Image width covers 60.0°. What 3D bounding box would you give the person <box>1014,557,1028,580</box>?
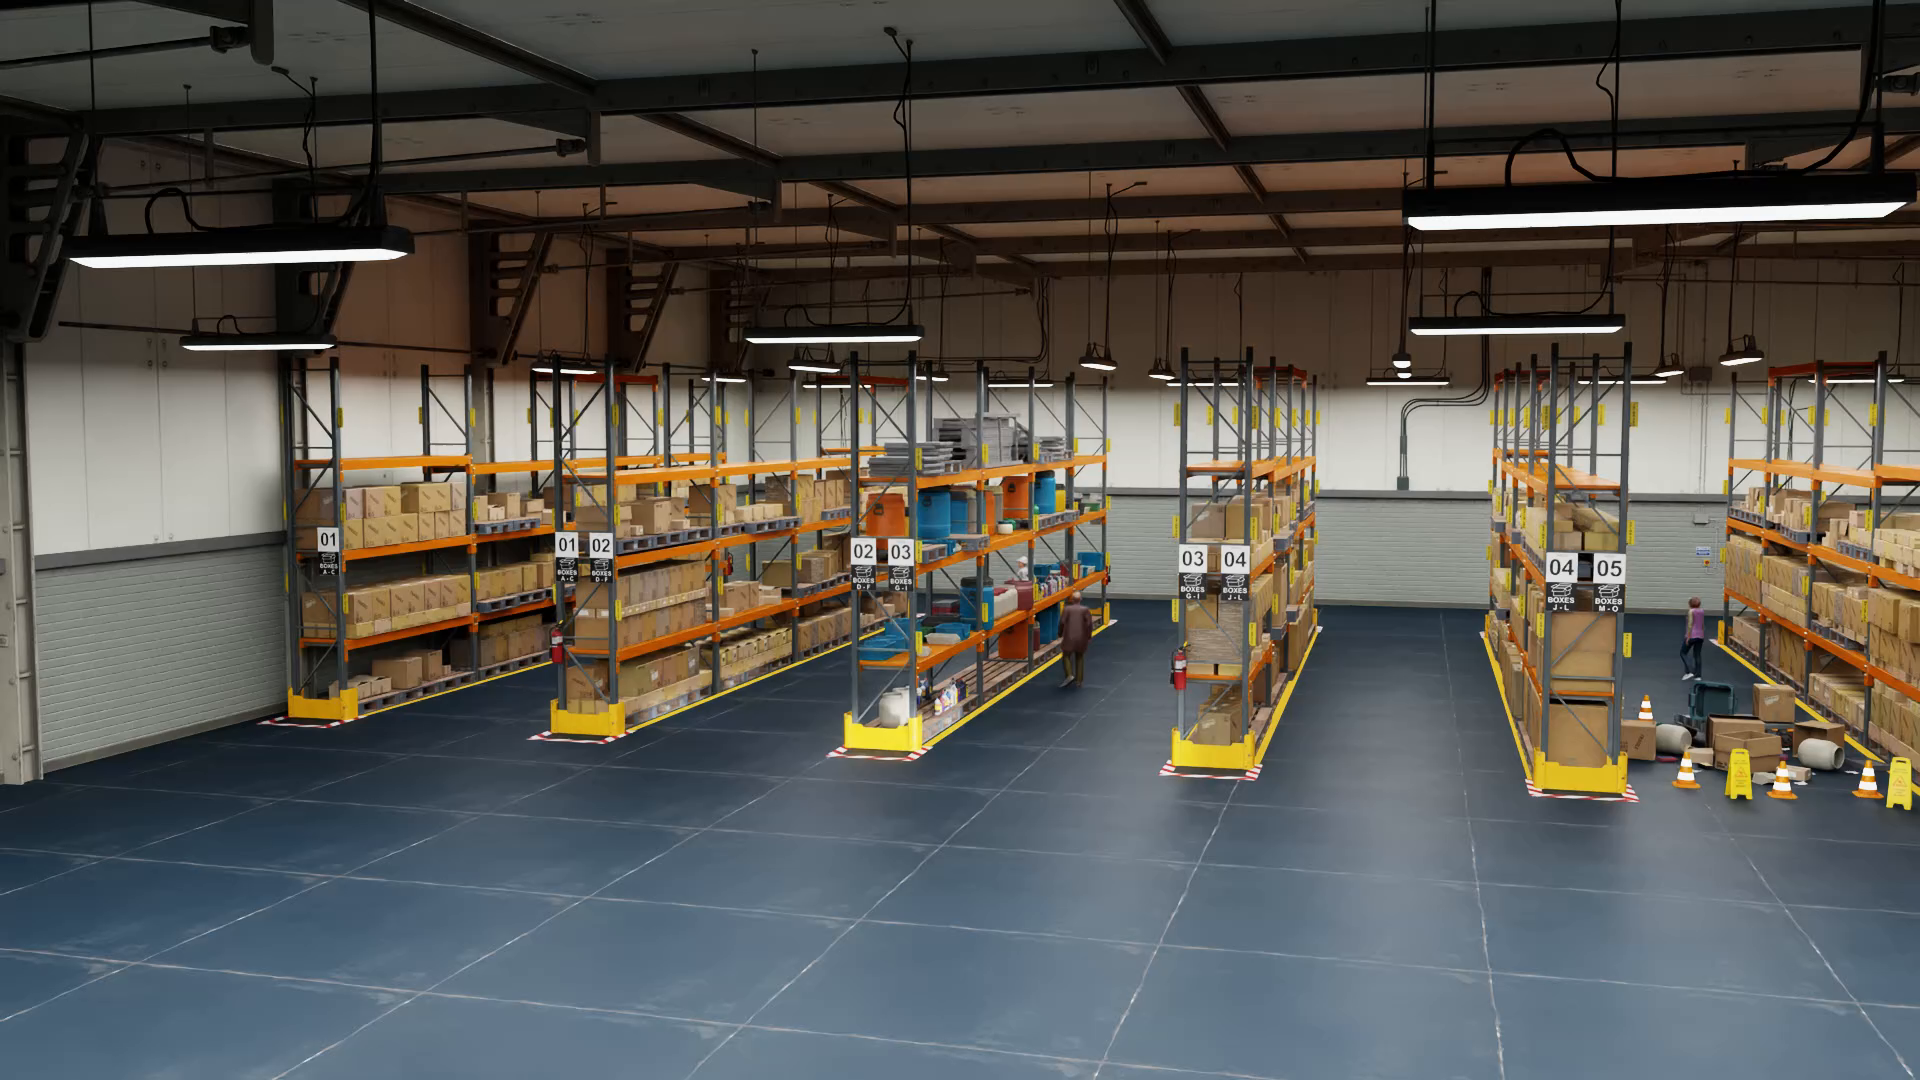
[{"bbox_3d":[1.430,1.278,38.578,0.583,1.802,0.645,-4,6,-45],"label":"person"}]

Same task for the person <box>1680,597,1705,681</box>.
[{"bbox_3d":[13.998,1.902,31.692,0.446,1.579,0.372,-2,4,-20],"label":"person"}]

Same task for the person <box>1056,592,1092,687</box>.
[{"bbox_3d":[2.156,1.858,31.011,0.659,1.760,0.668,-1,4,-8],"label":"person"}]
